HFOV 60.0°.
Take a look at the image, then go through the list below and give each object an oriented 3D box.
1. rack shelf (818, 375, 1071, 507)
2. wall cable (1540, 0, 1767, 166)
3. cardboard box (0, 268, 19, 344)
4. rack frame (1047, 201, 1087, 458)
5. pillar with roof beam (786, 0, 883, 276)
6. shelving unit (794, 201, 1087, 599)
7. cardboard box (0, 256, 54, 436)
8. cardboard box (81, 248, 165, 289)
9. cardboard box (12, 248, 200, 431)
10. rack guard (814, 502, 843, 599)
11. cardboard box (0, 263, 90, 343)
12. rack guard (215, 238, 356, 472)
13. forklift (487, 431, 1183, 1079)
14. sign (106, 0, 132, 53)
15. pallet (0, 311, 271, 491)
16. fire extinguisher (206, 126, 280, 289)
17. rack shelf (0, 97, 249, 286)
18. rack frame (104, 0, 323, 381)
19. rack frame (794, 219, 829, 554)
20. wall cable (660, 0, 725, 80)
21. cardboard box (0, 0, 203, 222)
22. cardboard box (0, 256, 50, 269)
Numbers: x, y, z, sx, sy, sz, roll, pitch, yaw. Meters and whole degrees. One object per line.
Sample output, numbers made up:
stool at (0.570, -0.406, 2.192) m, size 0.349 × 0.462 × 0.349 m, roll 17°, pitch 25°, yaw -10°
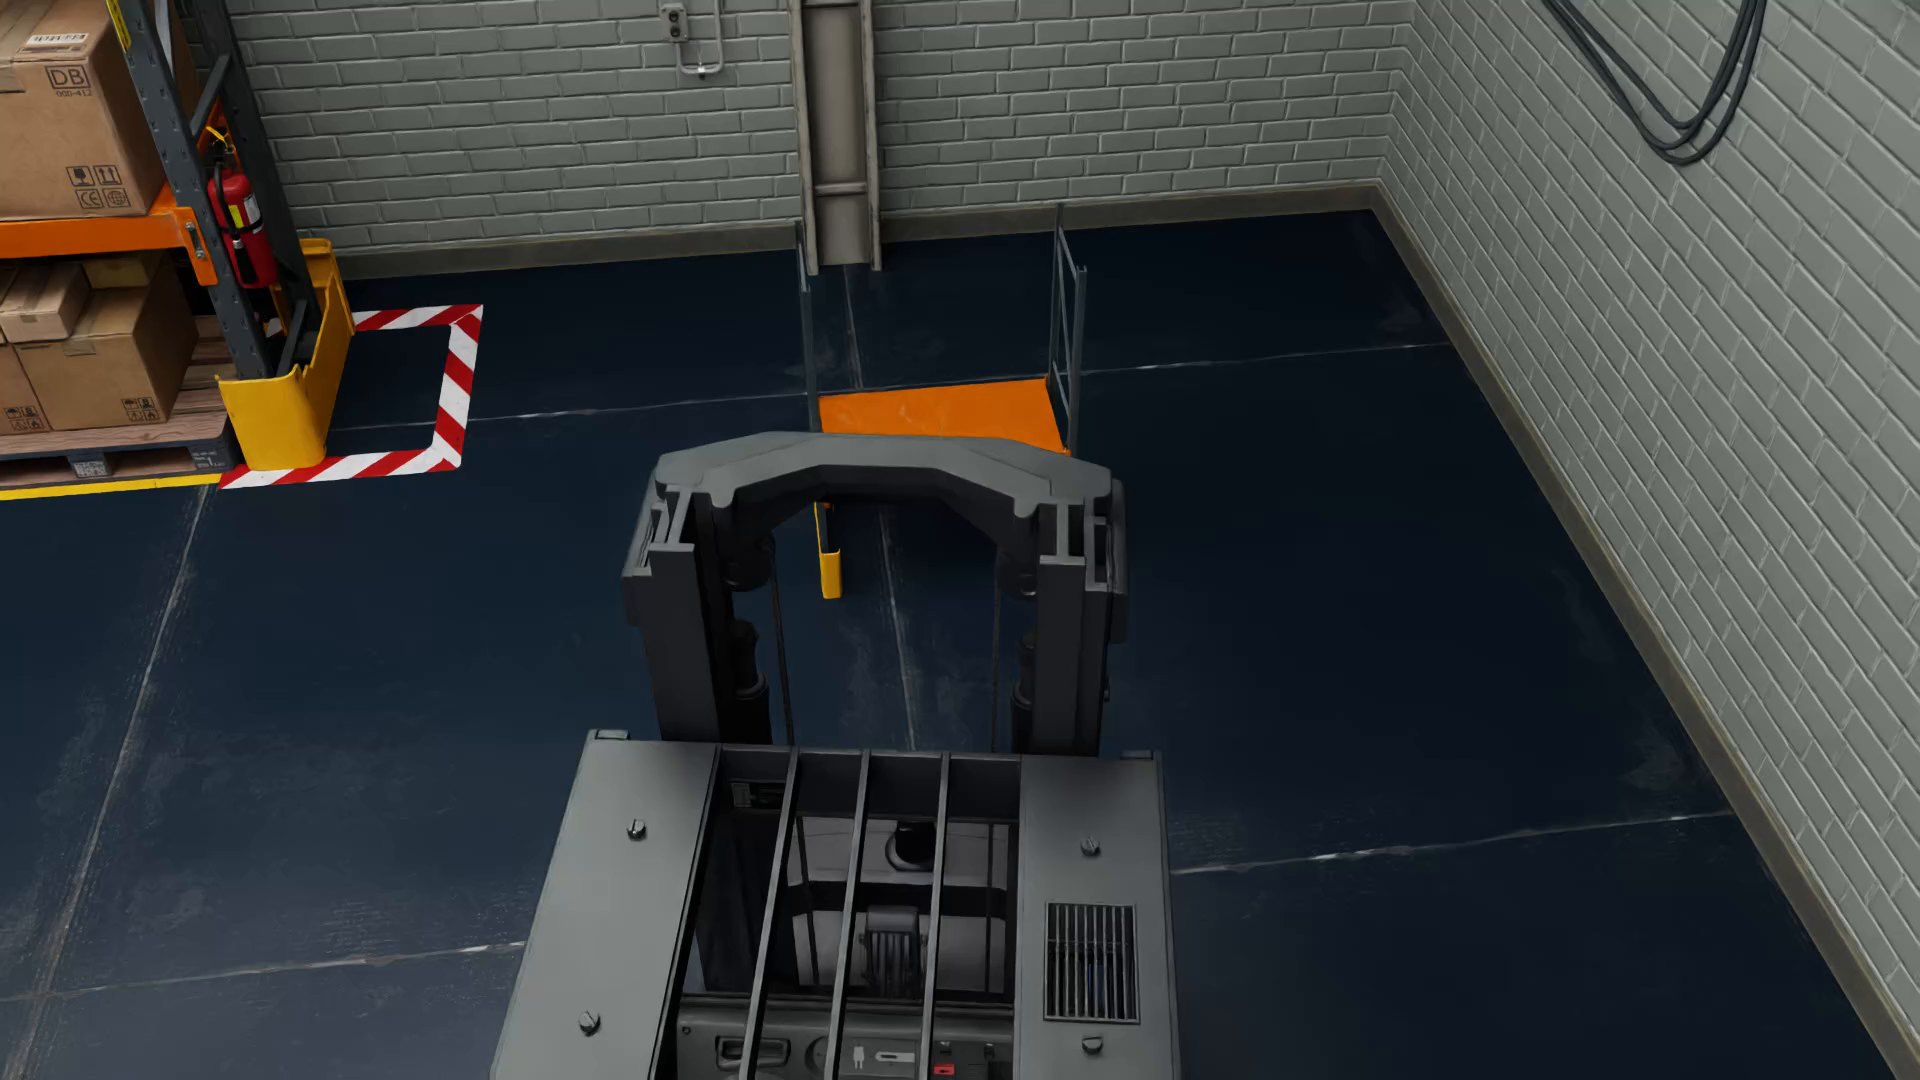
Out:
rack shelf at (-0.085, -0.416, 6.860) m, size 1.000 × 0.185 × 0.538 m, roll -5°, pitch 42°, yaw -6°
wall cable at (2.462, -3.151, 6.343) m, size 0.112 × 2.526 × 3.097 m, roll -5°, pitch 42°, yaw -6°
cardboard box at (-4.231, -1.009, 7.198) m, size 0.250 × 0.149 × 0.380 m, roll -4°, pitch 42°, yaw -4°
rack frame at (0.419, -0.594, 6.788) m, size 0.032 × 1.500 × 0.500 m, roll -5°, pitch 42°, yaw -6°
pillar with roof beam at (-0.070, -2.000, 2.749) m, size 0.400 × 9.000 × 9.100 m, roll -5°, pitch 42°, yaw -6°
shelving unit at (-0.076, -0.550, 6.740) m, size 1.083 × 1.500 × 0.587 m, roll -5°, pitch 42°, yaw -6°
cardboard box at (-4.370, -0.880, 7.538) m, size 0.500 × 0.500 × 0.700 m, roll -5°, pitch 42°, yaw -6°
cardboard box at (-3.776, -1.308, 7.529) m, size 0.250 × 0.149 × 0.380 m, roll -5°, pitch 42°, yaw -5°
cardboard box at (-3.874, -0.923, 7.587) m, size 0.500 × 0.500 × 0.700 m, roll -5°, pitch 42°, yaw -6°
rack guard at (-0.569, -0.043, 7.111) m, size 0.087 × 0.250 × 0.587 m, roll -5°, pitch 42°, yaw -6°
cardboard box at (-3.978, -1.032, 7.223) m, size 0.250 × 0.149 × 0.380 m, roll -5°, pitch 42°, yaw -6°
rack guard at (-3.169, -0.897, 7.871) m, size 0.348 × 0.500 × 1.175 m, roll -5°, pitch 42°, yaw -6°
forklift at (-0.177, 1.340, 3.576) m, size 1.130 × 2.935 × 3.031 m, roll 2°, pitch 42°, yaw 2°
sign at (-3.136, -1.979, 6.163) m, size 0.005 × 0.325 × 0.100 m, roll -5°, pitch 42°, yaw -6°
pallet at (-3.976, -0.666, 7.831) m, size 1.213 × 0.211 × 1.003 m, roll -5°, pitch 42°, yaw -6°
fire extinguisher at (-2.983, -1.362, 6.857) m, size 0.183 × 0.674 × 0.296 m, roll -5°, pitch 42°, yaw -6°
rack shelf at (-5.176, -1.382, 7.080) m, size 4.000 × 0.370 × 1.077 m, roll -5°, pitch 42°, yaw -6°
rack frame at (-3.193, -1.823, 7.031) m, size 0.127 × 3.000 × 1.000 m, roll -5°, pitch 42°, yaw -6°
rack frame at (-0.589, -0.505, 6.691) m, size 0.032 × 1.500 × 0.500 m, roll -5°, pitch 42°, yaw -6°
wall cable at (-2.046, -2.939, 7.511) m, size 1.851 × 1.984 × 0.084 m, roll -5°, pitch 42°, yaw -6°
cardboard box at (-3.697, -1.883, 6.874) m, size 0.700 × 0.700 × 0.980 m, roll -3°, pitch 42°, yaw -4°
cardboard box at (-4.278, -1.263, 7.479) m, size 0.250 × 0.149 × 0.380 m, roll -5°, pitch 42°, yaw -5°
